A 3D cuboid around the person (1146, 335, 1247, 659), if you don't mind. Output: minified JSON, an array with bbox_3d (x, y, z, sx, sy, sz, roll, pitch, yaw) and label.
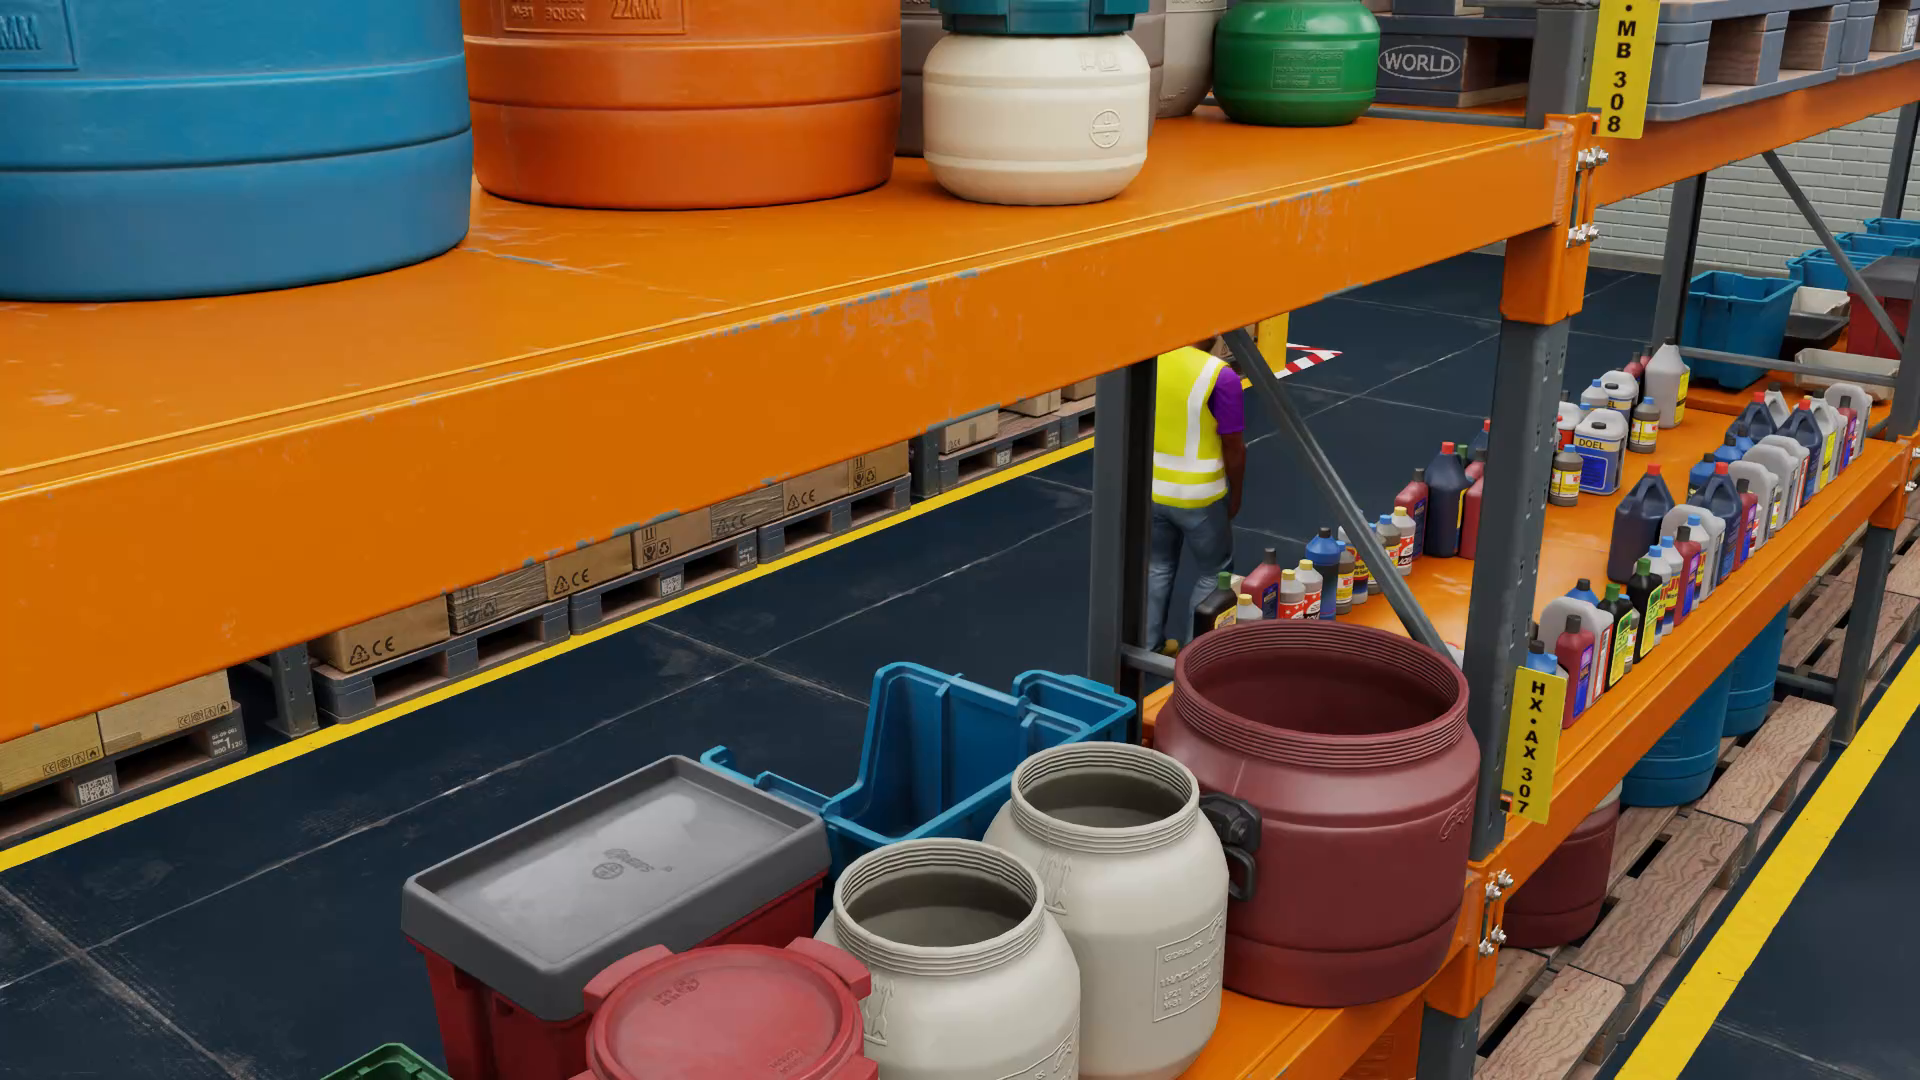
[{"bbox_3d":[0.976,-0.230,7.259,0.595,1.707,0.471,16,26,38],"label":"person"}]
